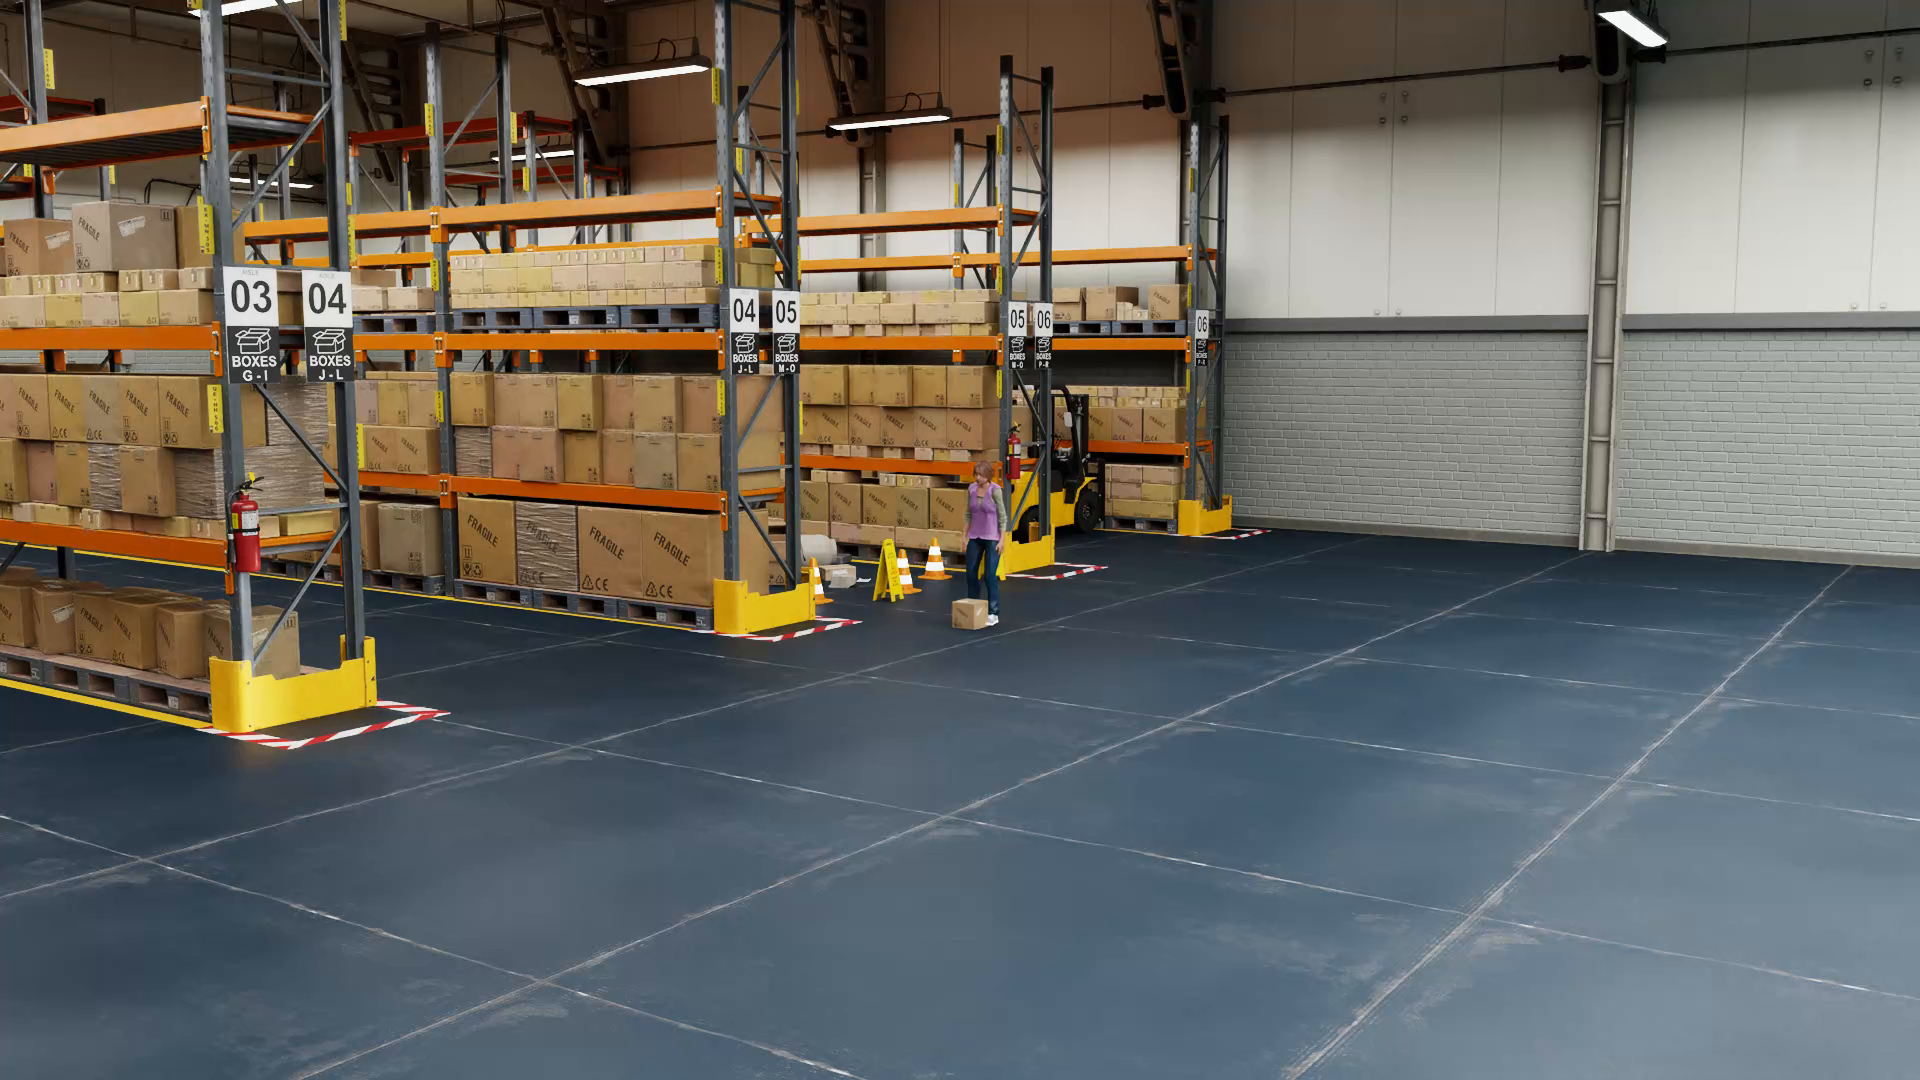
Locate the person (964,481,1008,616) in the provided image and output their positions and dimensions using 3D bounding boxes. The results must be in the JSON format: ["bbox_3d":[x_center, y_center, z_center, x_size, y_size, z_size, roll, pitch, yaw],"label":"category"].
[{"bbox_3d":[0.250,0.084,16.063,0.461,1.326,0.291,4,8,30],"label":"person"}]
